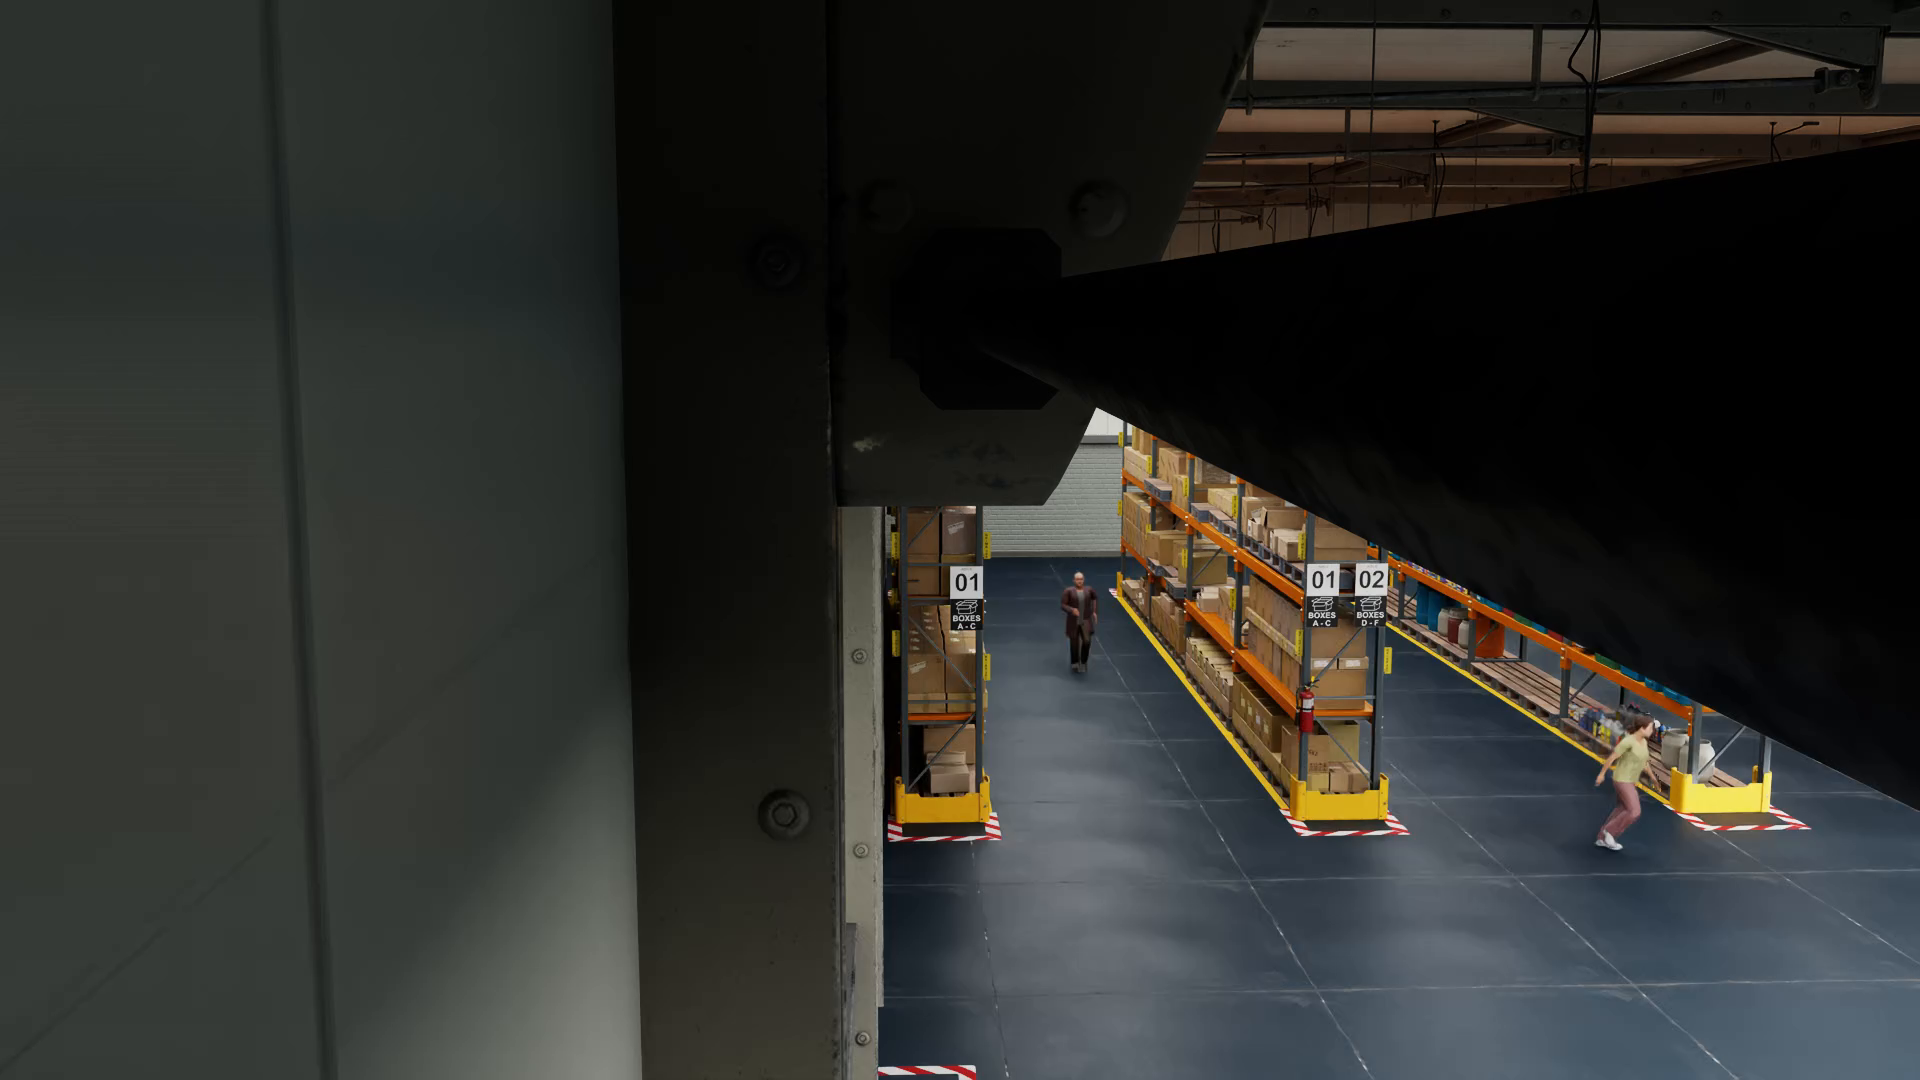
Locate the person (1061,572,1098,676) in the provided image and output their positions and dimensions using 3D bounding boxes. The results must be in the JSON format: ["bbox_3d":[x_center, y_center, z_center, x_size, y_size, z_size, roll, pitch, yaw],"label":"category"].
[{"bbox_3d":[2.064,1.443,28.640,0.673,1.813,0.885,0,8,-3],"label":"person"}]

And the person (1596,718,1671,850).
[{"bbox_3d":[7.831,2.834,19.310,0.727,1.601,0.575,8,11,43],"label":"person"}]
